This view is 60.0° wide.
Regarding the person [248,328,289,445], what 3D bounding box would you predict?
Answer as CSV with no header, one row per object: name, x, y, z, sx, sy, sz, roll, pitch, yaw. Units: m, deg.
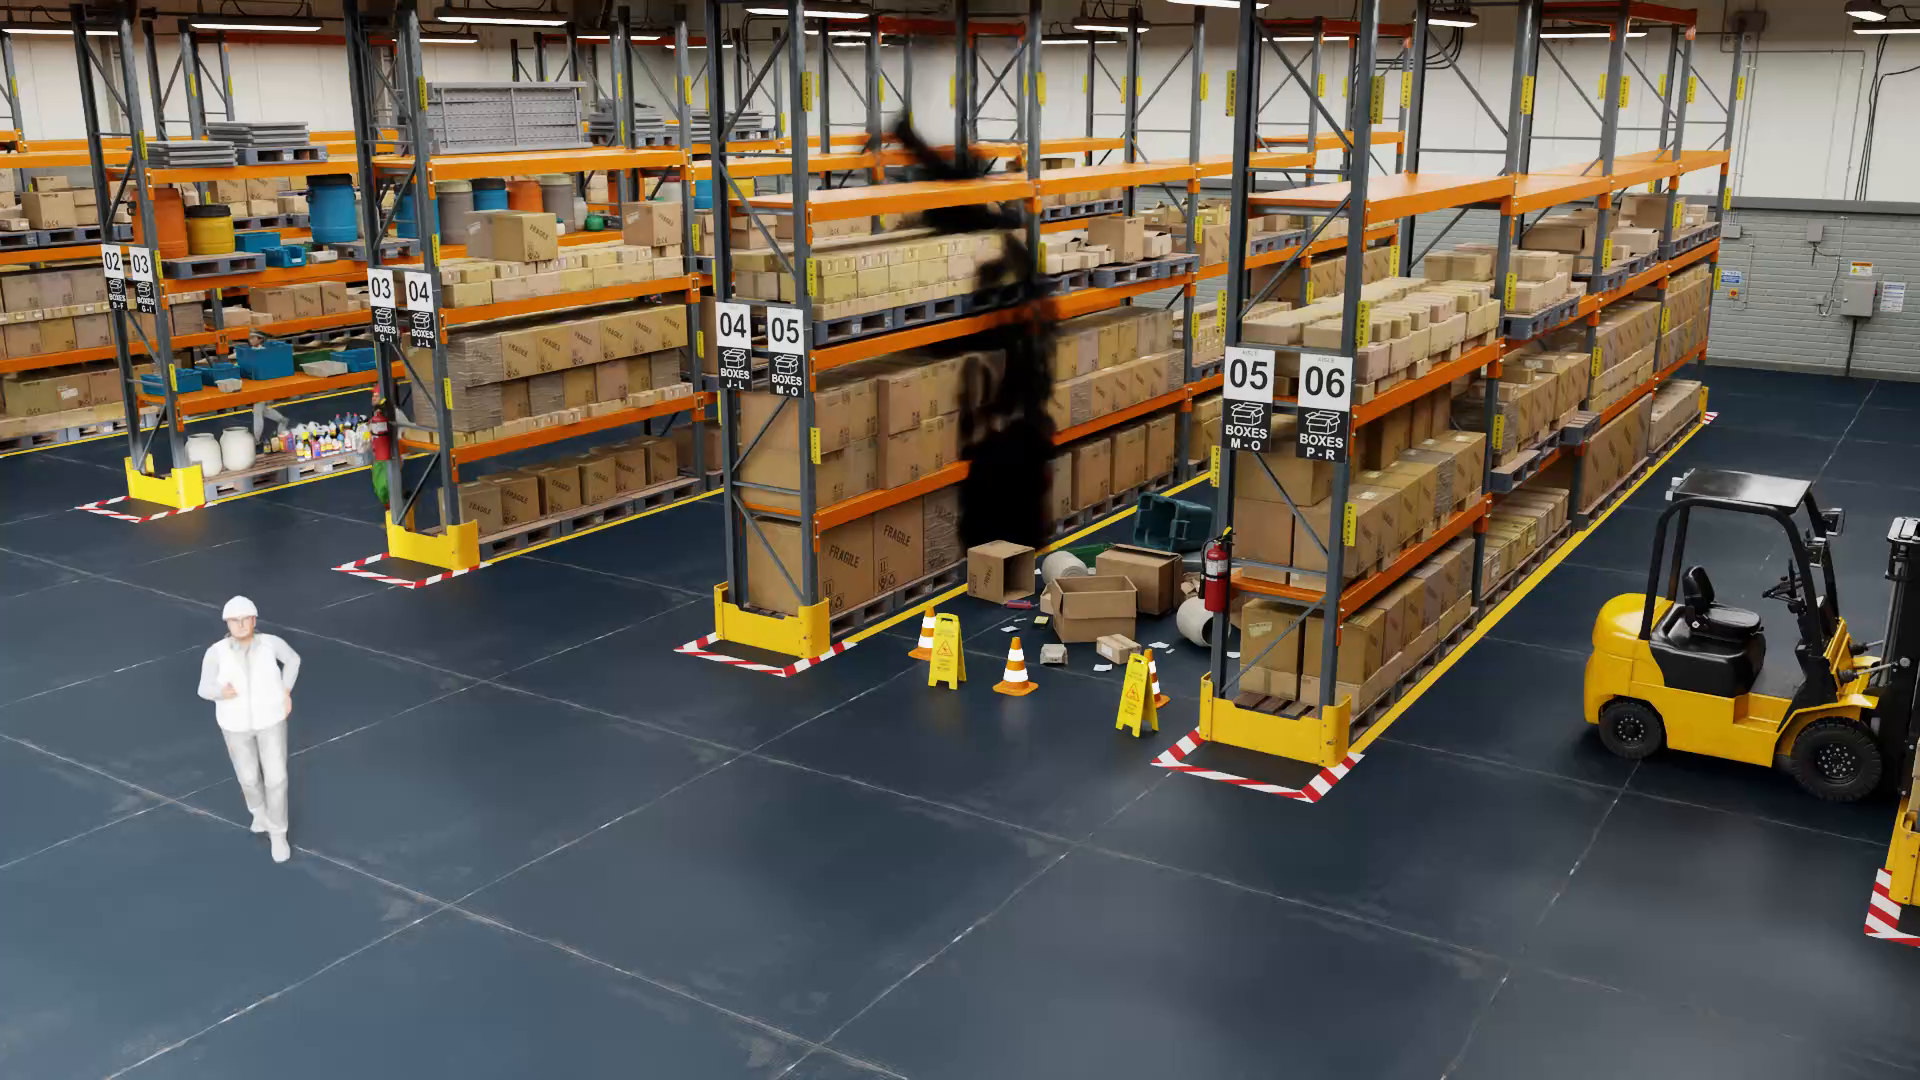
person,-10.103,-2.238,24.064,0.615,1.669,0.928,8,17,26

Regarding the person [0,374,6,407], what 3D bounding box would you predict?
person,-14.750,-2.496,25.116,0.543,1.613,0.715,6,17,20

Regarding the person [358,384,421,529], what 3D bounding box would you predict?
person,-6.690,-0.972,19.495,0.660,1.746,0.618,11,19,35

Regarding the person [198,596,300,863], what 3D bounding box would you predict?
person,-4.815,1.272,11.352,0.640,1.831,0.729,-5,16,-18
